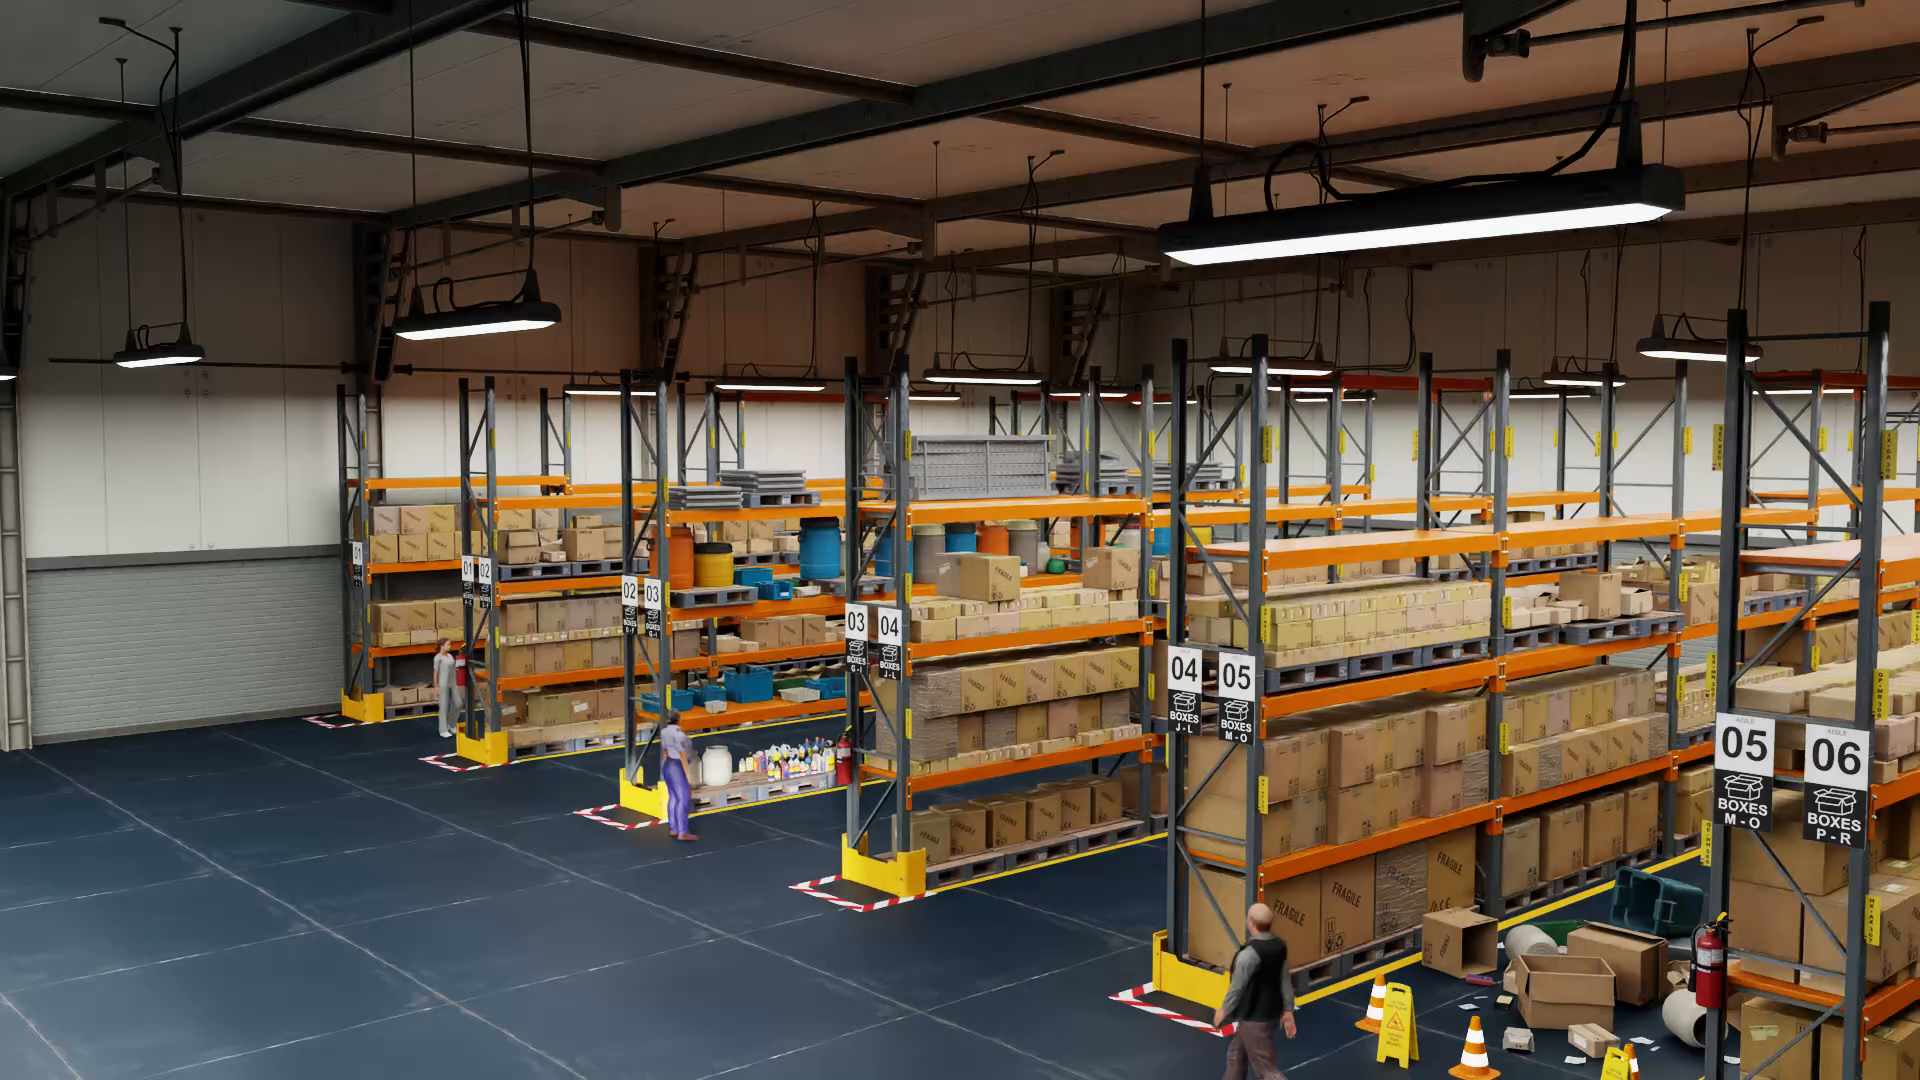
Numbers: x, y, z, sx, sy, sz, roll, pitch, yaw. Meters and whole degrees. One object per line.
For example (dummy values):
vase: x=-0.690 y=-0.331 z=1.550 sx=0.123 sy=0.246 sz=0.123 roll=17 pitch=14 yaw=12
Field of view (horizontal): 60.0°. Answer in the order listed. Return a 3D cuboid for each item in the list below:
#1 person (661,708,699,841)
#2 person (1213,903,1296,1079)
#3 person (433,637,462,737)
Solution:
person: x=-3.558 y=2.960 z=21.100 sx=0.390 sy=1.658 sz=0.555 roll=-2 pitch=4 yaw=-23
person: x=2.176 y=3.521 z=12.272 sx=1.024 sy=1.689 sz=0.508 roll=2 pitch=4 yaw=30
person: x=-8.713 y=2.492 z=28.200 sx=0.456 sy=1.691 sz=0.523 roll=2 pitch=4 yaw=29
